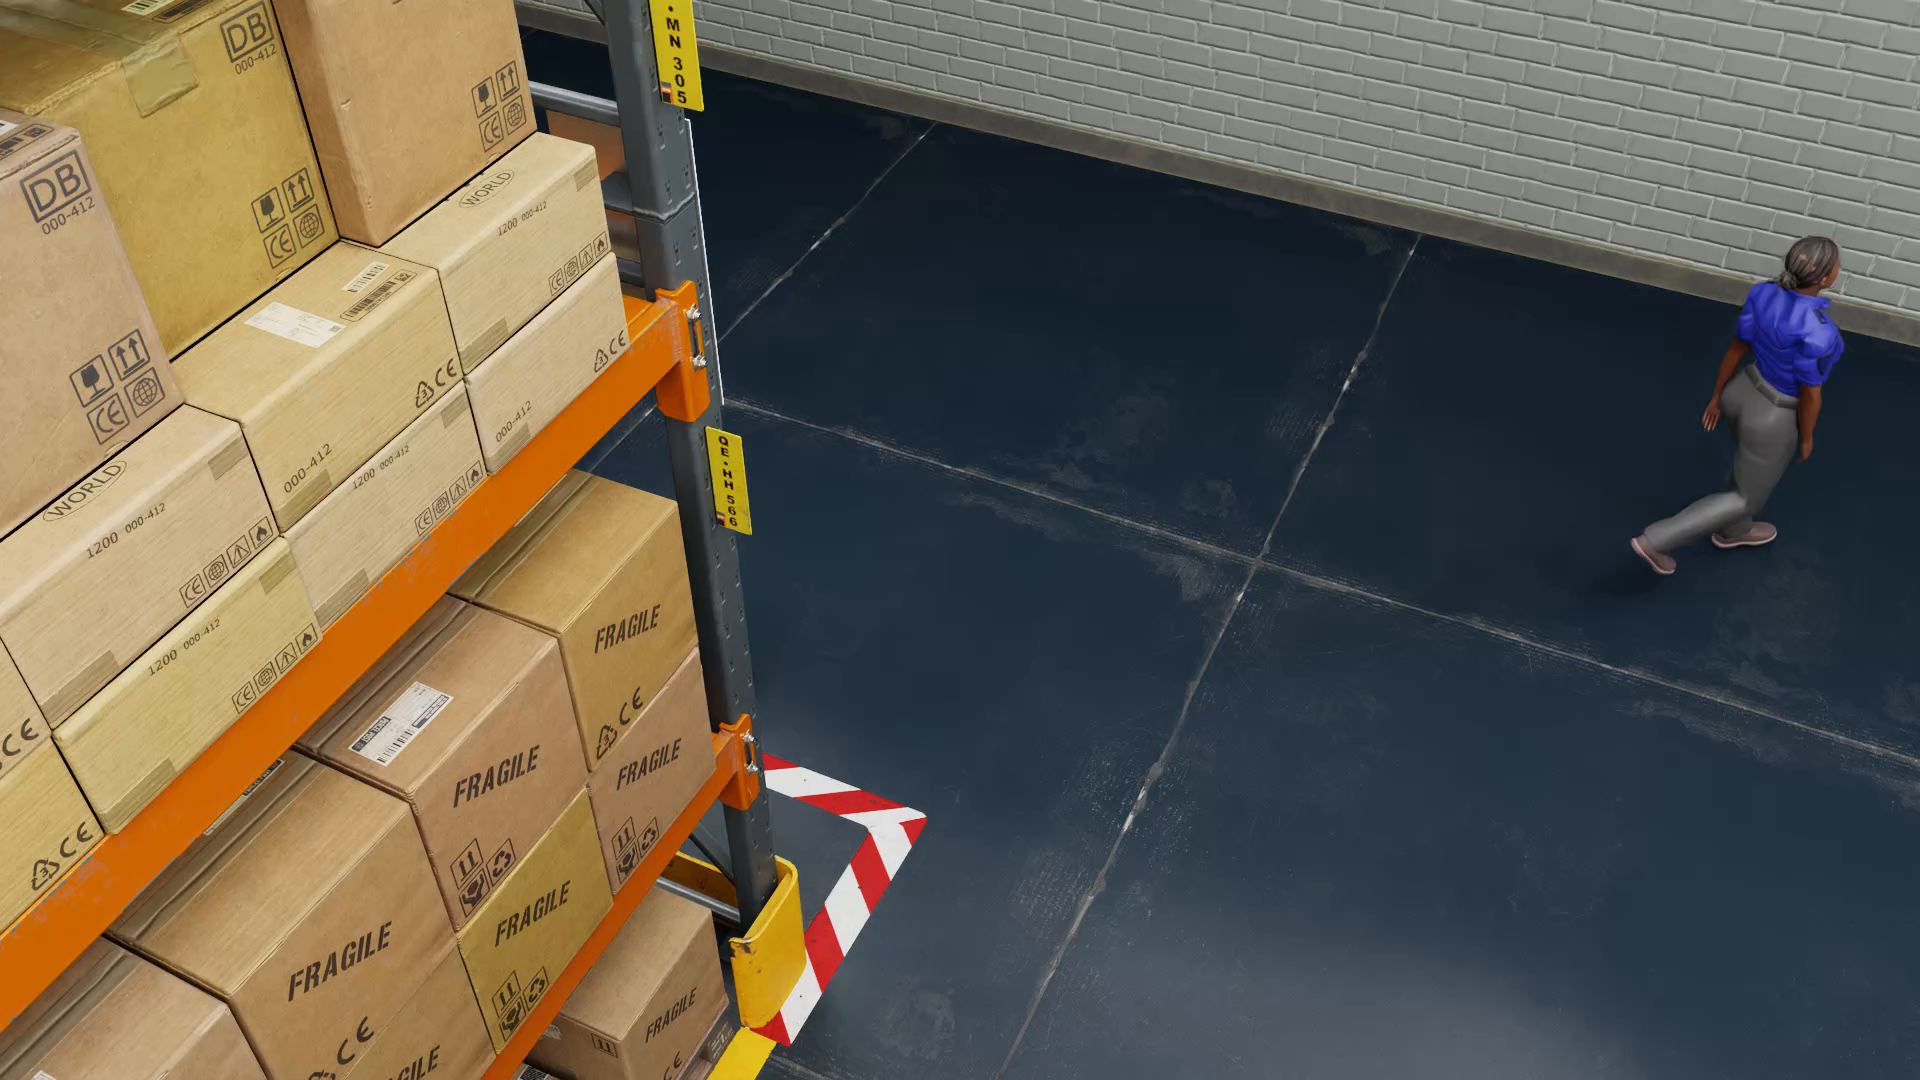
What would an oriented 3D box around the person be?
[{"bbox_3d":[3.215,-0.509,6.717,0.841,1.618,0.442,-8,43,-9],"label":"person"}]
